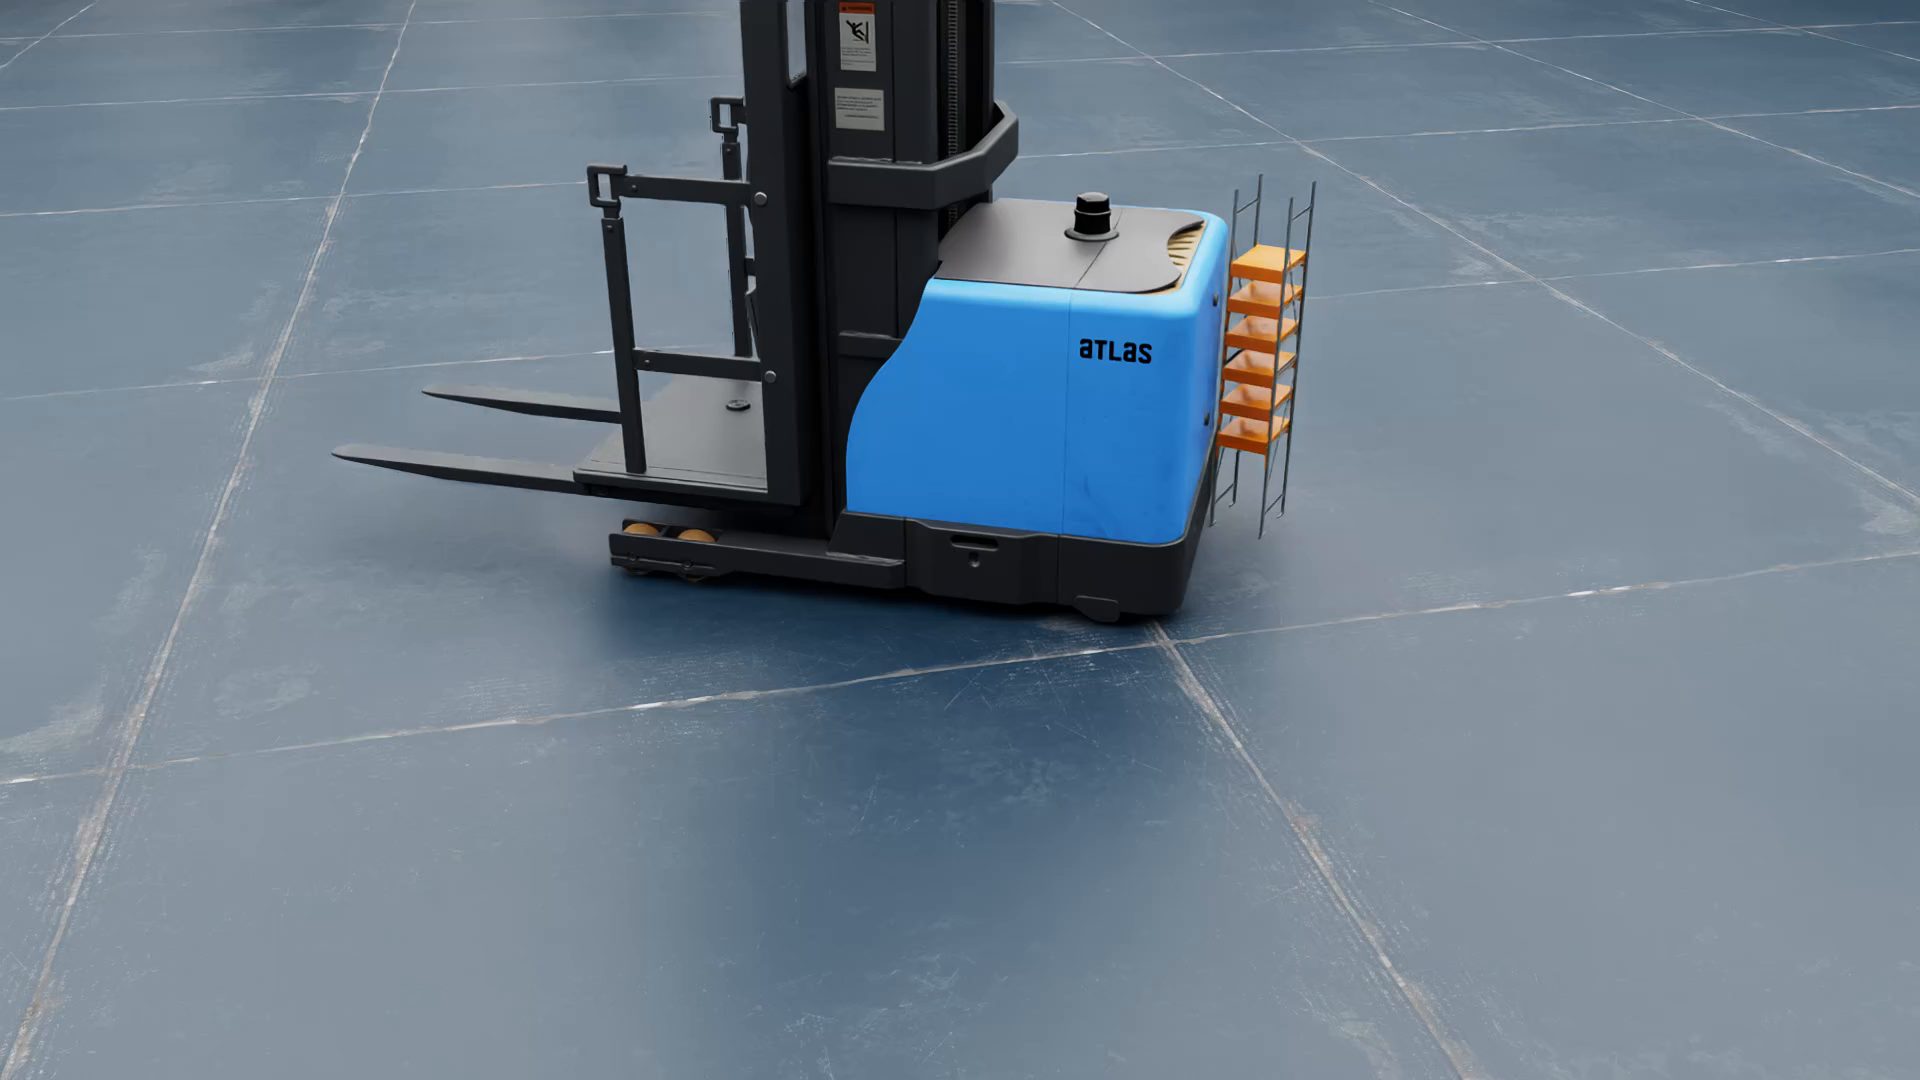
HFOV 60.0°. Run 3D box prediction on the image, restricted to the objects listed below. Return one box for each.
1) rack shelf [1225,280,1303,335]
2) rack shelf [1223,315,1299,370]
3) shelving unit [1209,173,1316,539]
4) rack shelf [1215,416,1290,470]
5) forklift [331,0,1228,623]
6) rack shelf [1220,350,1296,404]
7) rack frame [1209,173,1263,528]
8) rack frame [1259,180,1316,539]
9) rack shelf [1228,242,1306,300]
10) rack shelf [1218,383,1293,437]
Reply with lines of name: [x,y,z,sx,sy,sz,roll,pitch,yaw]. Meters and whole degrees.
rack shelf: [1.016,-0.780,5.531,0.180,0.103,0.258,14,30,26]
rack shelf: [1.016,-0.673,5.585,0.180,0.103,0.258,14,30,26]
shelving unit: [1.016,-0.606,5.619,0.189,1.200,0.258,14,30,26]
rack shelf: [1.016,-0.352,5.747,0.180,0.103,0.258,14,30,26]
forklift: [-0.672,-1.396,5.263,3.031,2.935,1.130,6,27,13]
rack shelf: [1.016,-0.566,5.639,0.180,0.103,0.258,14,30,26]
rack frame: [0.937,-0.626,5.659,0.006,1.200,0.240,14,30,26]
rack frame: [1.096,-0.586,5.579,0.006,1.200,0.240,14,30,26]
rack shelf: [1.016,-0.888,5.477,0.180,0.103,0.258,14,30,26]
rack shelf: [1.016,-0.459,5.693,0.180,0.103,0.258,14,30,26]
